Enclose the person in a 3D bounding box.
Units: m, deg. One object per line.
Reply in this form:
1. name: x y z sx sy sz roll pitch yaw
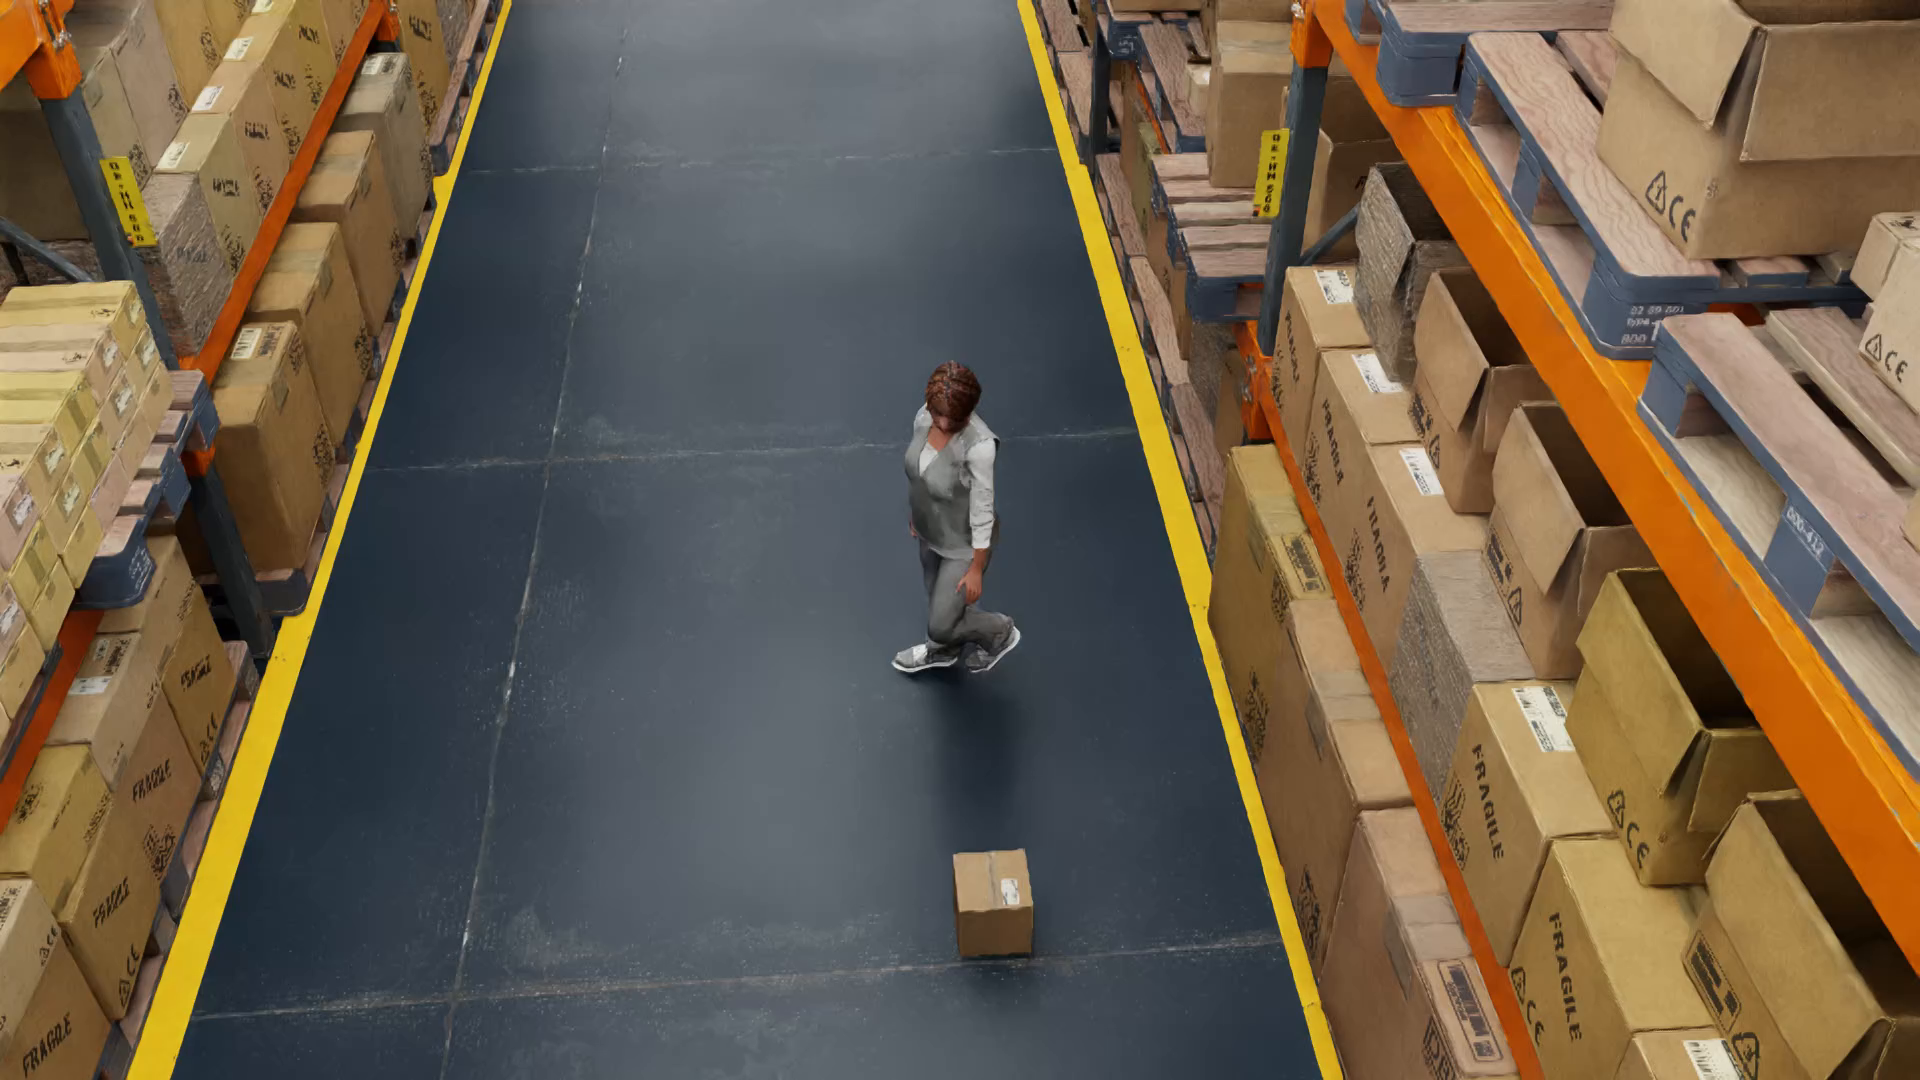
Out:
1. person: 0.010 -0.029 6.178 0.452 1.584 0.511 -22 44 -24
